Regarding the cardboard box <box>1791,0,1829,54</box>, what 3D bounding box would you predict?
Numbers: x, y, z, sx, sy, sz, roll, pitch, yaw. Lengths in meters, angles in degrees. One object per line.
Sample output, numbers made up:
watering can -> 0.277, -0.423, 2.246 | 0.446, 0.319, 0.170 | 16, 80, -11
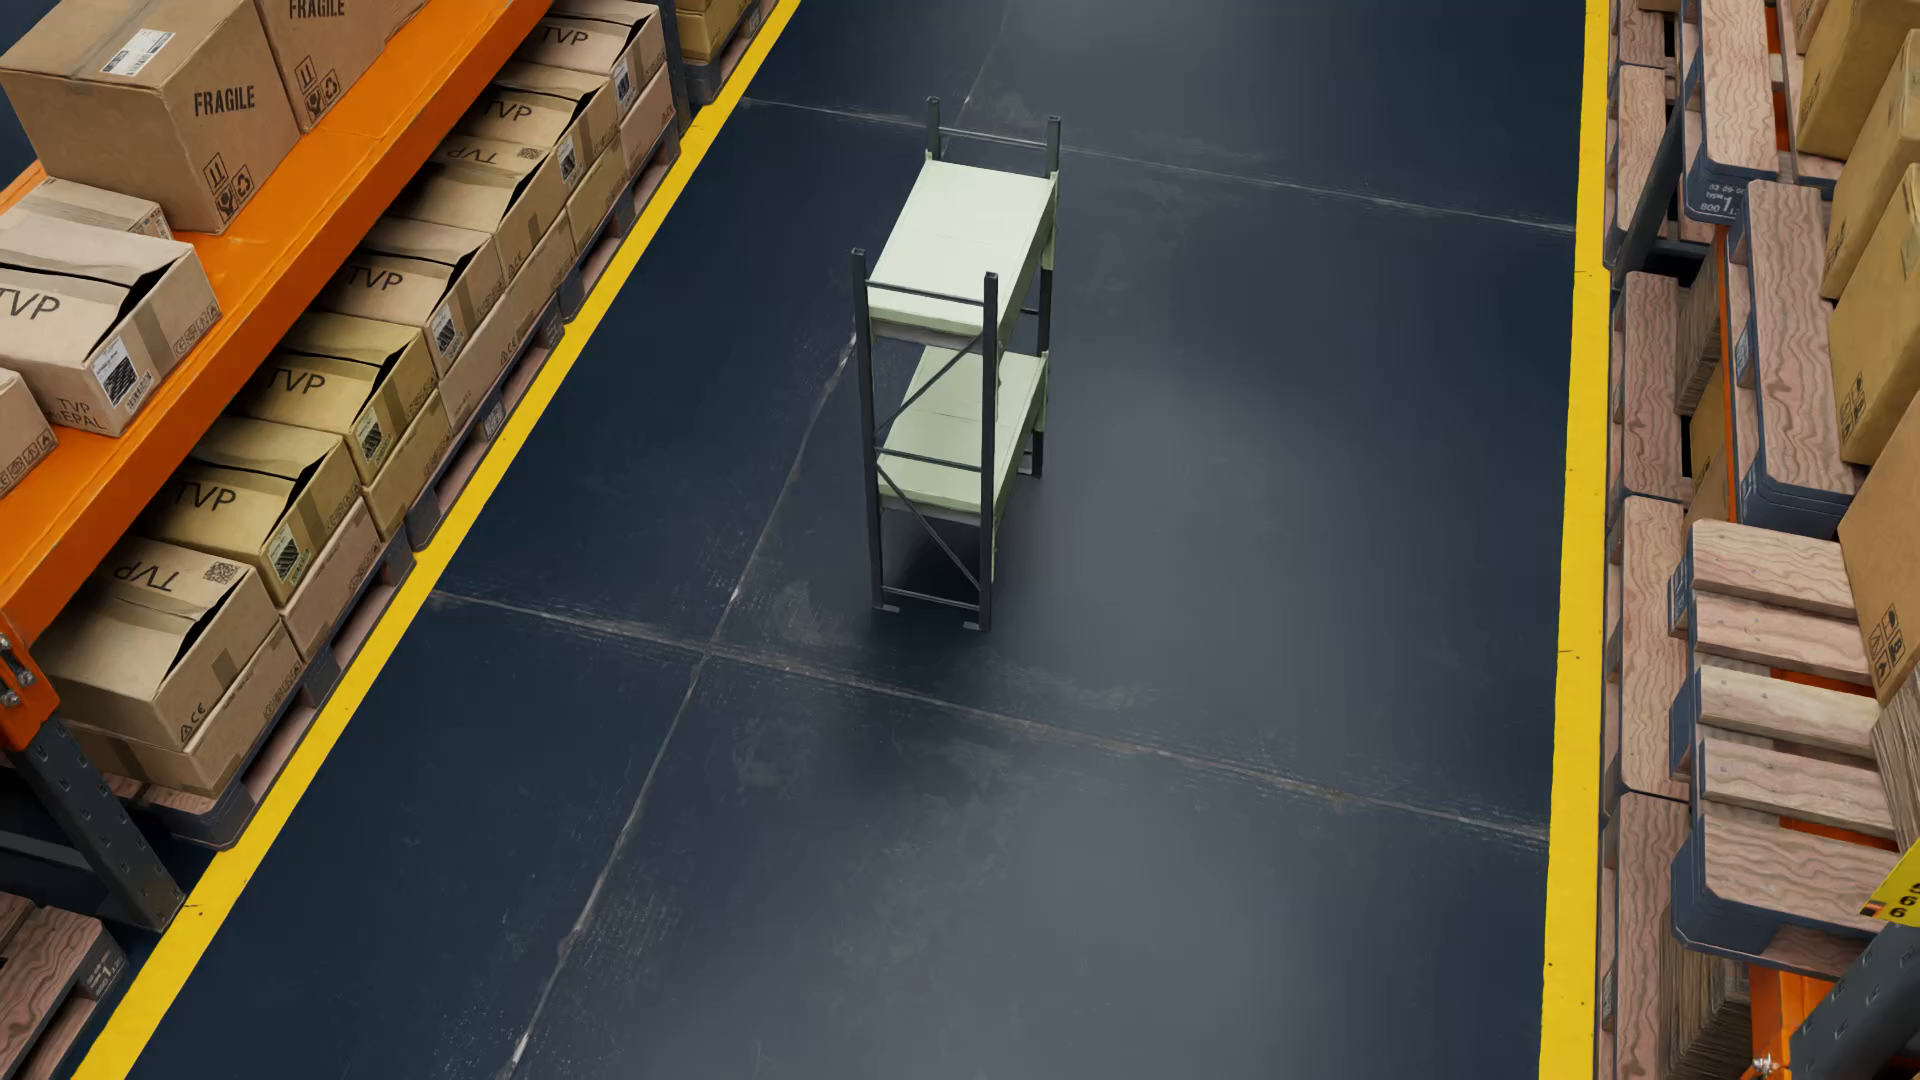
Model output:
cardboard box -> 2.924, -1.743, 4.928 | 0.700, 0.500, 0.500 | 12, 50, 10

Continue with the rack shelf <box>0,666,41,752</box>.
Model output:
rack shelf -> -3.268, 1.677, 2.749 | 1.077, 0.370, 4.000 | 12, 50, 10

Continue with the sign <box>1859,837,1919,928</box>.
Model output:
sign -> 1.512, 0.510, 2.579 | 0.100, 0.325, 0.005 | 12, 50, 10

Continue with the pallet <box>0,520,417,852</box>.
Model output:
pallet -> -2.488, 0.328, 5.320 | 1.003, 0.211, 1.213 | 12, 50, 10

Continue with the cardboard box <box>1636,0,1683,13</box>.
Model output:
cardboard box -> 3.483, -2.722, 7.525 | 0.700, 0.500, 0.500 | 9, 49, 8

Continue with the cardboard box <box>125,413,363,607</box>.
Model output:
cardboard box -> -2.191, -0.124, 5.039 | 0.500, 0.311, 0.500 | 10, 49, 9

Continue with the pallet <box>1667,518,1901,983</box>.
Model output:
pallet -> 2.123, 0.495, 3.441 | 1.213, 0.211, 1.003 | 12, 50, 10

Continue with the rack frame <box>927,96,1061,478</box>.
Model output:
rack frame -> 0.098, -0.766, 5.426 | 0.400, 1.500, 0.023 | 12, 50, 10

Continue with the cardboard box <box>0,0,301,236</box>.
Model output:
cardboard box -> -2.316, -1.257, 4.792 | 0.500, 0.500, 0.500 | 9, 49, 8

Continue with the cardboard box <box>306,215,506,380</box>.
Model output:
cardboard box -> -1.919, -0.865, 5.692 | 0.500, 0.311, 0.500 | 11, 49, 10

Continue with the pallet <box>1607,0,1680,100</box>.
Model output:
pallet -> 3.553, -2.381, 7.711 | 1.003, 0.211, 1.213 | 12, 50, 10

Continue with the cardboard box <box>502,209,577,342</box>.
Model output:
cardboard box -> -1.788, -1.037, 6.218 | 0.500, 0.250, 0.500 | 13, 50, 11

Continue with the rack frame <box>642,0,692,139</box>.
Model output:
rack frame -> -1.689, -2.901, 6.309 | 1.000, 3.000, 0.127 | 12, 50, 10

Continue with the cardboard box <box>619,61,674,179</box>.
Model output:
cardboard box -> -1.519, -1.773, 6.868 | 0.500, 0.250, 0.500 | 11, 50, 10

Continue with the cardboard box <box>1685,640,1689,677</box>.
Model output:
cardboard box -> 2.529, 0.403, 4.767 | 0.700, 0.500, 0.500 | 11, 50, 10

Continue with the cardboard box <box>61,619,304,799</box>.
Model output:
cardboard box -> -2.321, 0.443, 4.912 | 0.500, 0.250, 0.500 | 11, 50, 10

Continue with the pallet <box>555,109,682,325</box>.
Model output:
pallet -> -1.845, -1.437, 6.878 | 1.003, 0.211, 1.213 | 12, 50, 10

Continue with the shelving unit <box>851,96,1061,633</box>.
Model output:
shelving unit -> 0.002, -0.501, 5.192 | 0.431, 1.500, 0.755 | 12, 50, 10

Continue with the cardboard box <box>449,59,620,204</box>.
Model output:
cardboard box -> -1.650, -1.588, 6.331 | 0.500, 0.311, 0.500 | 13, 50, 11

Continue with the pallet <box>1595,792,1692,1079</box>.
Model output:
pallet -> 2.245, 1.325, 4.440 | 1.003, 0.211, 1.213 | 12, 50, 10

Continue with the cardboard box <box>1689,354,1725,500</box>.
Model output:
cardboard box -> 2.826, -0.325, 5.410 | 0.700, 0.500, 0.500 | 11, 49, 9

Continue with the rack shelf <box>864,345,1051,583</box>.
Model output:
rack shelf -> 0.002, -0.285, 5.436 | 0.431, 0.370, 0.720 | 12, 50, 10

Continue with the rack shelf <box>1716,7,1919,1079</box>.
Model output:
rack shelf -> 2.565, -0.241, 4.442 | 1.077, 0.370, 4.000 | 12, 50, 10

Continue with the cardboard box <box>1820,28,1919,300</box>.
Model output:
cardboard box -> 2.627, -0.858, 4.146 | 0.700, 0.500, 0.500 | 18, 51, 15

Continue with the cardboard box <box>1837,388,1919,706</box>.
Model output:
cardboard box -> 2.273, 0.037, 3.356 | 0.700, 0.500, 0.500 | 7, 49, 6

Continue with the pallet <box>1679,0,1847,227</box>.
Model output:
pallet -> 2.749, -1.338, 5.058 | 1.003, 0.211, 1.213 | 12, 50, 10

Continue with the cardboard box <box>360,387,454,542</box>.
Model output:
cardboard box -> -2.058, -0.298, 5.566 | 0.500, 0.250, 0.500 | 10, 49, 9

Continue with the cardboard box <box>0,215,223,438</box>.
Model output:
cardboard box -> -2.320, -0.587, 4.326 | 0.500, 0.311, 0.500 | 11, 49, 10

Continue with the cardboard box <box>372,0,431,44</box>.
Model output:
cardboard box -> -2.046, -2.000, 5.448 | 0.500, 0.500, 0.500 | 15, 50, 13

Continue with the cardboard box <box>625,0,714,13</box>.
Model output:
cardboard box -> -1.265, -2.651, 7.143 | 0.500, 0.500, 0.500 | 12, 50, 10

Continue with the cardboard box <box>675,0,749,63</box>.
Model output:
cardboard box -> -1.274, -2.405, 7.426 | 0.500, 0.250, 0.500 | 12, 50, 10

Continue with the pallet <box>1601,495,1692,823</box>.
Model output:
pallet -> 2.568, 0.446, 5.216 | 1.003, 0.211, 1.213 | 12, 50, 10
